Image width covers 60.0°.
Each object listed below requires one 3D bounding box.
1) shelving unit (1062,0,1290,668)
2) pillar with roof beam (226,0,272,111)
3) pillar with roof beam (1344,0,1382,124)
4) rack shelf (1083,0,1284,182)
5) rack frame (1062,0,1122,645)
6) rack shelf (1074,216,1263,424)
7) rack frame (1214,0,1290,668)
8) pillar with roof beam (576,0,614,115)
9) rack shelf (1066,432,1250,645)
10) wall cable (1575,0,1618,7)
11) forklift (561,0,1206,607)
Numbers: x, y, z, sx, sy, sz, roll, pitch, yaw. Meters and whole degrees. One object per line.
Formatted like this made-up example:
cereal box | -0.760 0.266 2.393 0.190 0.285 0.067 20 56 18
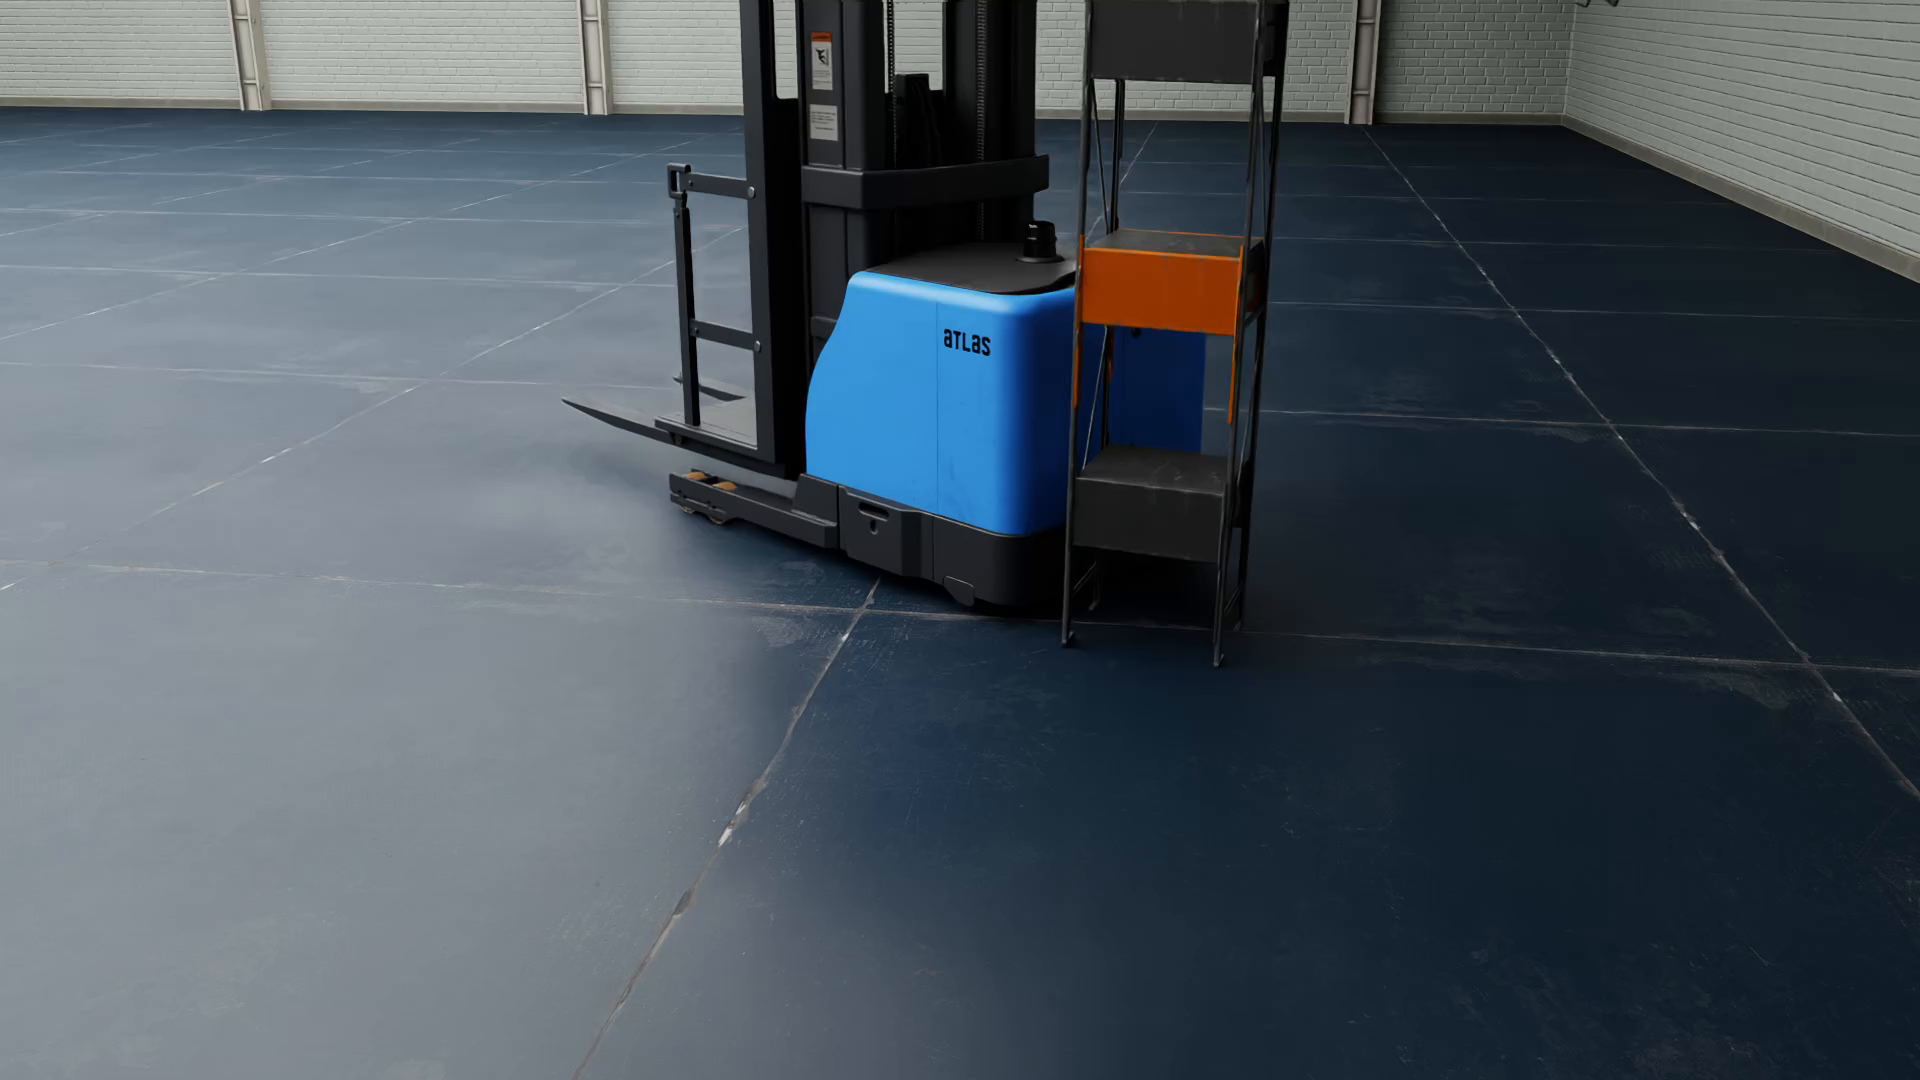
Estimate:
shelving unit | 0.643 -0.689 5.030 0.503 2.100 0.431 8 21 19
pillar with roof beam | -12.444 -10.116 22.356 0.400 9.000 9.100 3 19 9
pillar with roof beam | 5.328 -9.211 19.649 0.400 9.000 9.100 3 19 9
rack shelf | 0.652 -1.336 4.802 0.480 0.518 0.431 8 21 19
rack frame | 0.413 -0.720 5.108 0.015 2.100 0.400 8 21 19
rack shelf | 0.642 -0.676 5.035 0.480 0.518 0.431 8 21 19
rack frame | 0.872 -0.658 4.952 0.015 2.100 0.400 8 21 19
pillar with roof beam | -6.520 -9.814 21.454 0.400 9.000 9.100 3 19 9
rack shelf | 0.633 -0.016 5.268 0.480 0.518 0.431 8 21 19
wall cable | 8.710 -8.524 22.491 0.112 2.526 3.097 3 19 9
forklift | -0.510 -1.552 6.321 1.130 2.935 3.031 -17 25 -42
